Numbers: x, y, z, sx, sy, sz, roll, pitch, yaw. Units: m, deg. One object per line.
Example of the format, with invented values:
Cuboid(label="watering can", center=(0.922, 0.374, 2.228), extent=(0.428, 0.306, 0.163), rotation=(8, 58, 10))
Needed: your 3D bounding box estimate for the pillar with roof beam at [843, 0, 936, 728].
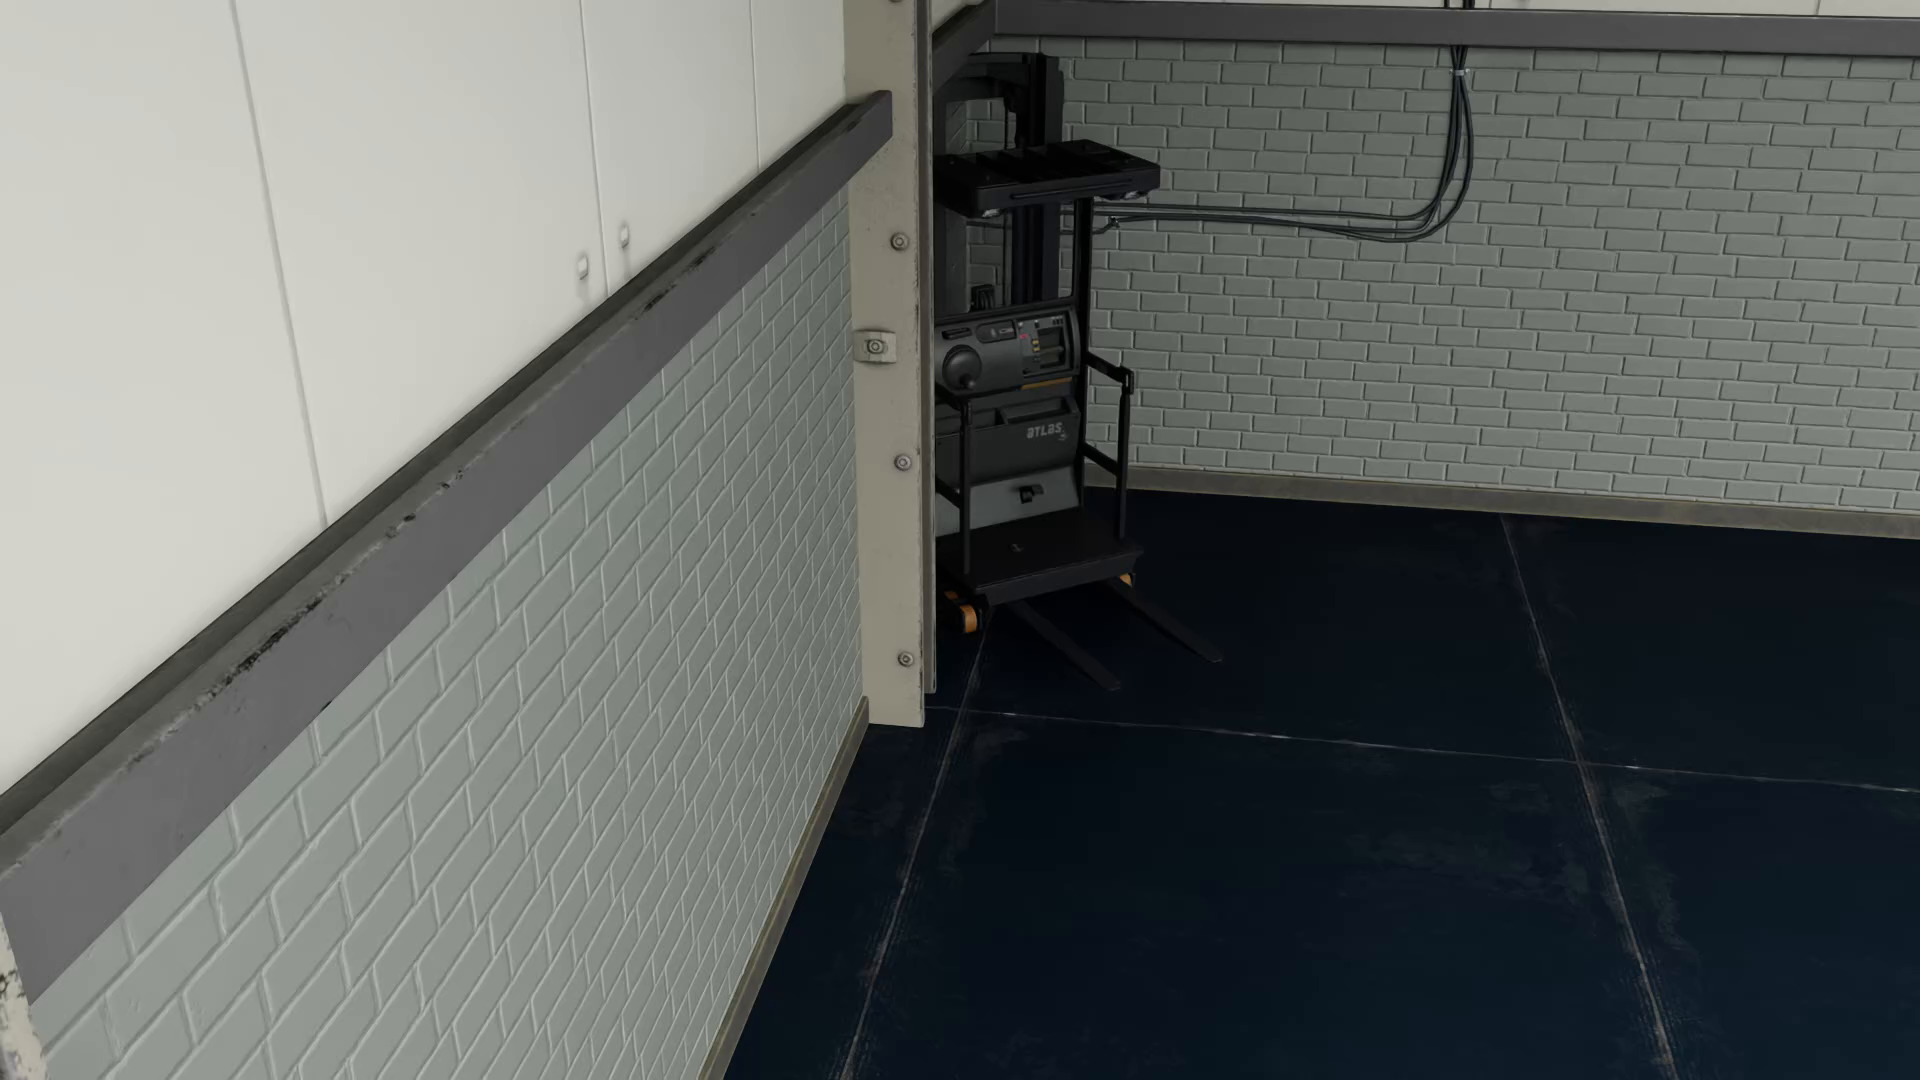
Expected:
Cuboid(label="pillar with roof beam", center=(3.941, -2.939, 5.915), extent=(9.100, 9.000, 0.400), rotation=(4, 25, 9))

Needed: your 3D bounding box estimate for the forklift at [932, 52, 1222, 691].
Cuboid(label="forklift", center=(0.343, -1.025, 8.983), extent=(1.130, 2.935, 3.031), rotation=(-12, 28, -25))

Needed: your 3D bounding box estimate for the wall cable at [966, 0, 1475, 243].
Cuboid(label="wall cable", center=(1.480, -2.972, 9.647), extent=(3.097, 2.526, 0.112), rotation=(4, 25, 9))
